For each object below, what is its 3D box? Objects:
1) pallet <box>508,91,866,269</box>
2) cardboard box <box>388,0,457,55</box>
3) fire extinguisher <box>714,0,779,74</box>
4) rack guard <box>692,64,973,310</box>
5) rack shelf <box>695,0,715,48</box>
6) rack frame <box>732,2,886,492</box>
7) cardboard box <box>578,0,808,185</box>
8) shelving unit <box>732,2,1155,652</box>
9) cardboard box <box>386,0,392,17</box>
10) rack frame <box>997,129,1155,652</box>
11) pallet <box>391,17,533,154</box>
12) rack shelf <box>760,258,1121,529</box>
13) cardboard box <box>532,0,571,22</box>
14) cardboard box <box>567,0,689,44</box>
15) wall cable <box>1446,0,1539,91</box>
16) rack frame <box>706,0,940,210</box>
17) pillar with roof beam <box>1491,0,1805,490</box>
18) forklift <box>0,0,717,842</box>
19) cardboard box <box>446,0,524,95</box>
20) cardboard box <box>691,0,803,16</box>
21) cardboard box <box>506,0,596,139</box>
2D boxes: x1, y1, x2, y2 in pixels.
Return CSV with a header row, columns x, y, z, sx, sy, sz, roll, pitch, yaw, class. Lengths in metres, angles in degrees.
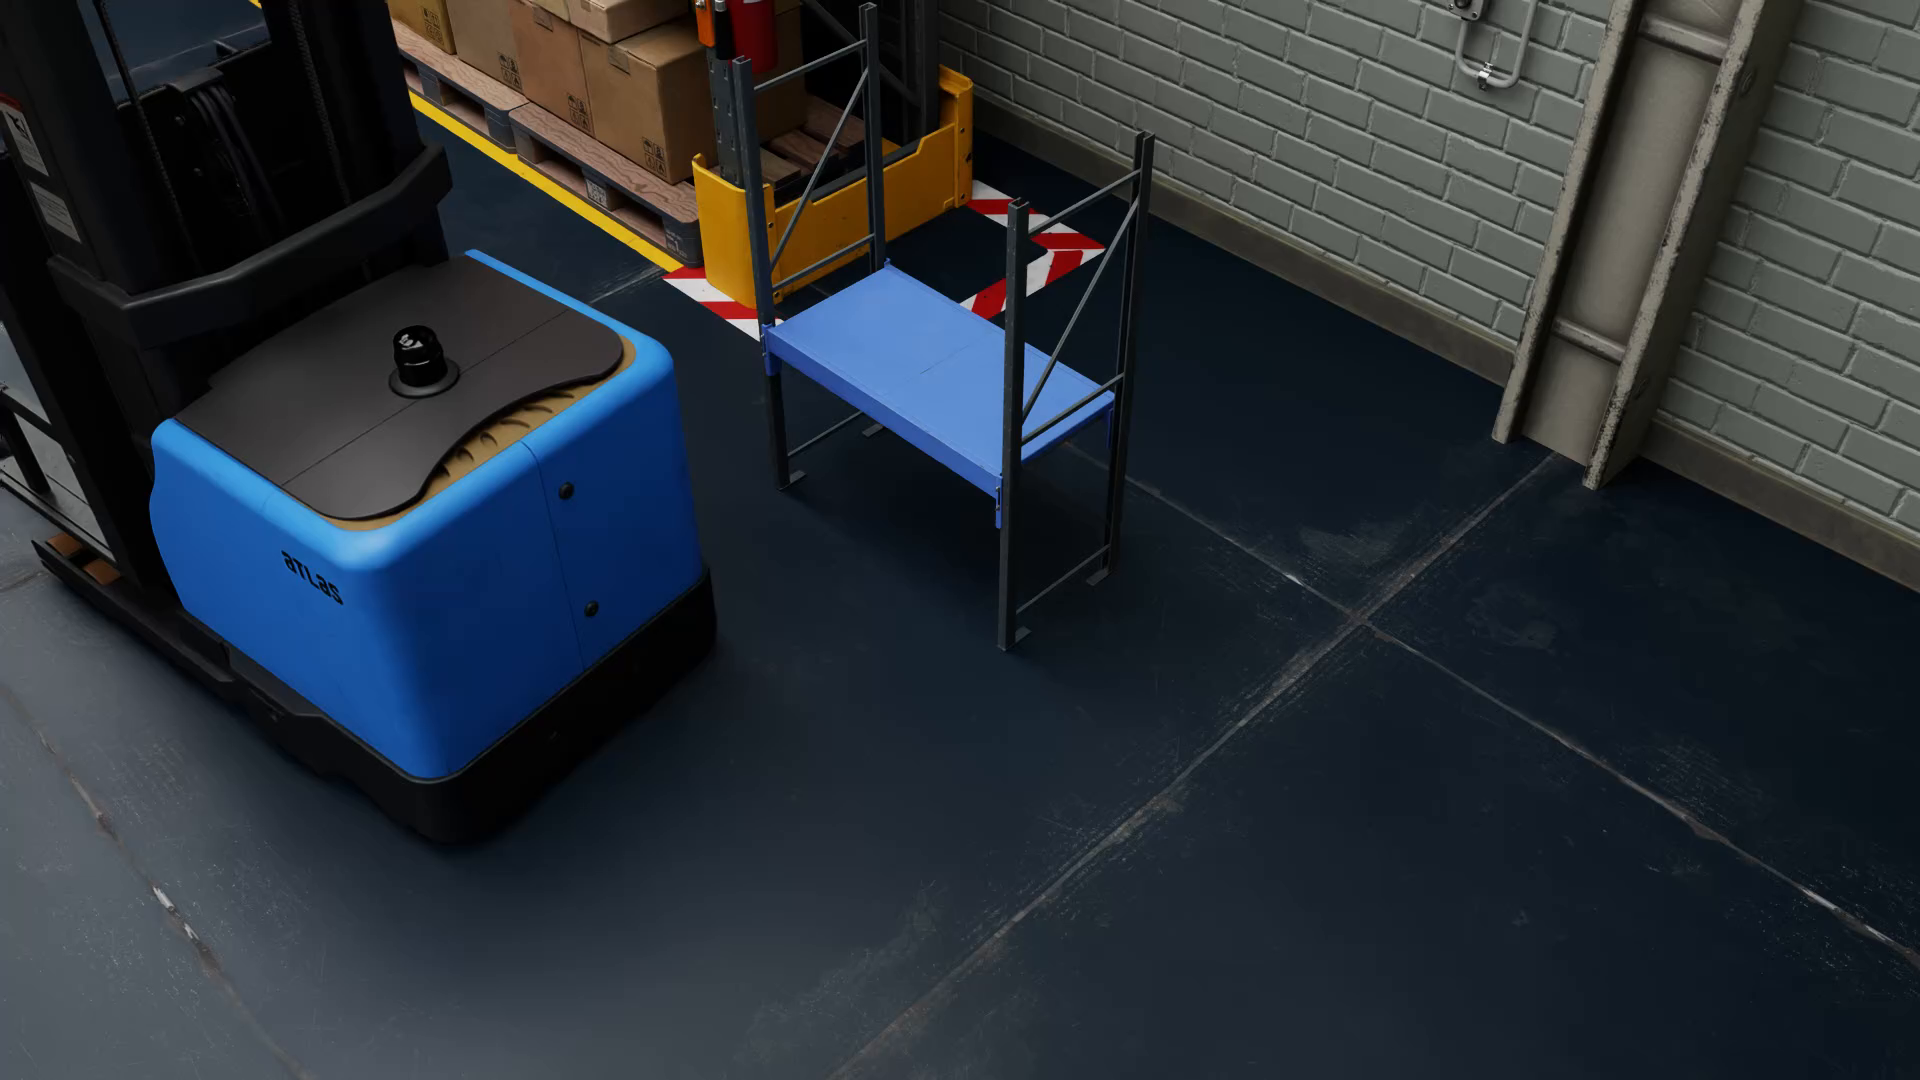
x,y,z,sx,sy,sz,roll,pitch,yaw,class
-1.095,-1.634,6.863,1.003,0.211,1.213,-34,53,-31,pallet
-2.131,-2.571,7.354,0.700,0.500,0.500,-33,52,-30,cardboard box
-0.695,-1.853,5.376,0.296,0.674,0.183,-34,53,-31,fire extinguisher
-0.458,-1.382,6.377,1.175,0.500,0.348,-34,53,-31,rack guard
-1.888,-3.008,6.825,1.077,0.370,4.000,-34,53,-31,rack shelf
-0.419,-0.836,5.050,0.500,1.500,0.032,-34,53,-31,rack frame
-1.040,-1.836,6.559,0.700,0.500,0.500,-34,53,-31,cardboard box
-0.060,-0.592,4.785,0.538,1.500,1.048,-34,53,-31,shelving unit
-2.492,-2.818,7.622,0.500,0.500,0.700,34,52,31,cardboard box
0.299,-0.348,4.521,0.500,1.500,0.032,-34,53,-31,rack frame
-1.953,-2.220,7.497,1.003,0.211,1.213,-34,53,-31,pallet
-0.060,-0.460,4.907,0.538,0.185,1.000,-34,53,-31,rack shelf
-1.441,-2.171,6.444,0.380,0.149,0.250,-33,52,-30,cardboard box
-1.260,-2.049,6.311,0.250,0.149,0.380,34,52,31,cardboard box
1.099,-2.523,5.021,0.084,1.984,1.851,-34,53,-31,wall cable
-0.475,-2.312,5.541,1.000,3.000,0.127,-34,53,-31,rack frame
-1.004,-1.569,0.317,9.100,9.000,0.400,-34,53,-31,pillar with roof beam
-2.189,-1.120,4.303,3.031,2.935,1.130,27,49,27,forklift
-1.749,-2.318,7.081,0.500,0.500,0.700,32,52,30,cardboard box
-0.810,-2.110,6.378,0.380,0.149,0.250,-34,52,-31,cardboard box
-1.394,-2.077,6.819,0.500,0.500,0.700,34,53,31,cardboard box
